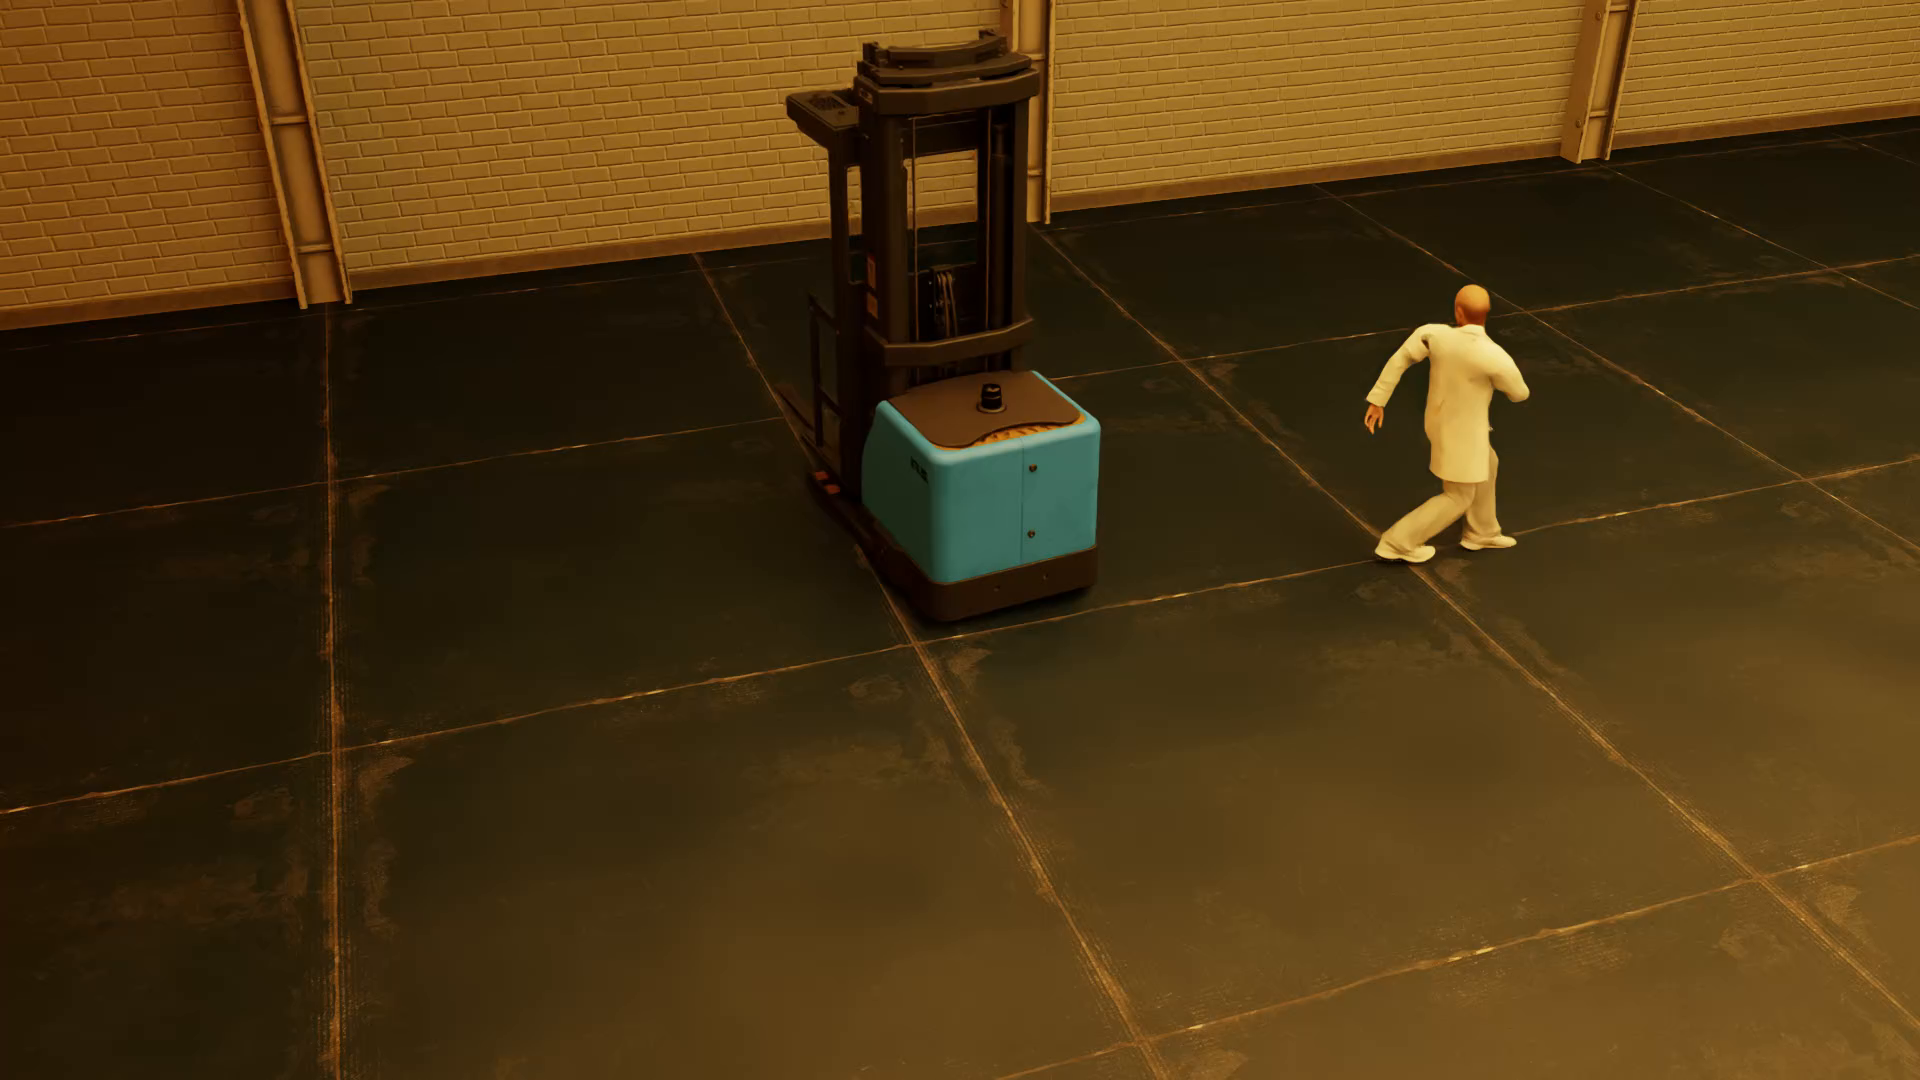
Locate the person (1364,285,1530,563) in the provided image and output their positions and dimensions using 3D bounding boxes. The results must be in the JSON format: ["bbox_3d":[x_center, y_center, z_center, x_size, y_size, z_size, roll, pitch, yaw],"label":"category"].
[{"bbox_3d":[2.853,-0.652,9.506,1.007,1.706,0.607,-10,31,-16],"label":"person"}]

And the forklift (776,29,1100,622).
[{"bbox_3d":[-0.312,-1.537,9.758,1.130,2.935,3.031,-13,33,-22],"label":"forklift"}]
